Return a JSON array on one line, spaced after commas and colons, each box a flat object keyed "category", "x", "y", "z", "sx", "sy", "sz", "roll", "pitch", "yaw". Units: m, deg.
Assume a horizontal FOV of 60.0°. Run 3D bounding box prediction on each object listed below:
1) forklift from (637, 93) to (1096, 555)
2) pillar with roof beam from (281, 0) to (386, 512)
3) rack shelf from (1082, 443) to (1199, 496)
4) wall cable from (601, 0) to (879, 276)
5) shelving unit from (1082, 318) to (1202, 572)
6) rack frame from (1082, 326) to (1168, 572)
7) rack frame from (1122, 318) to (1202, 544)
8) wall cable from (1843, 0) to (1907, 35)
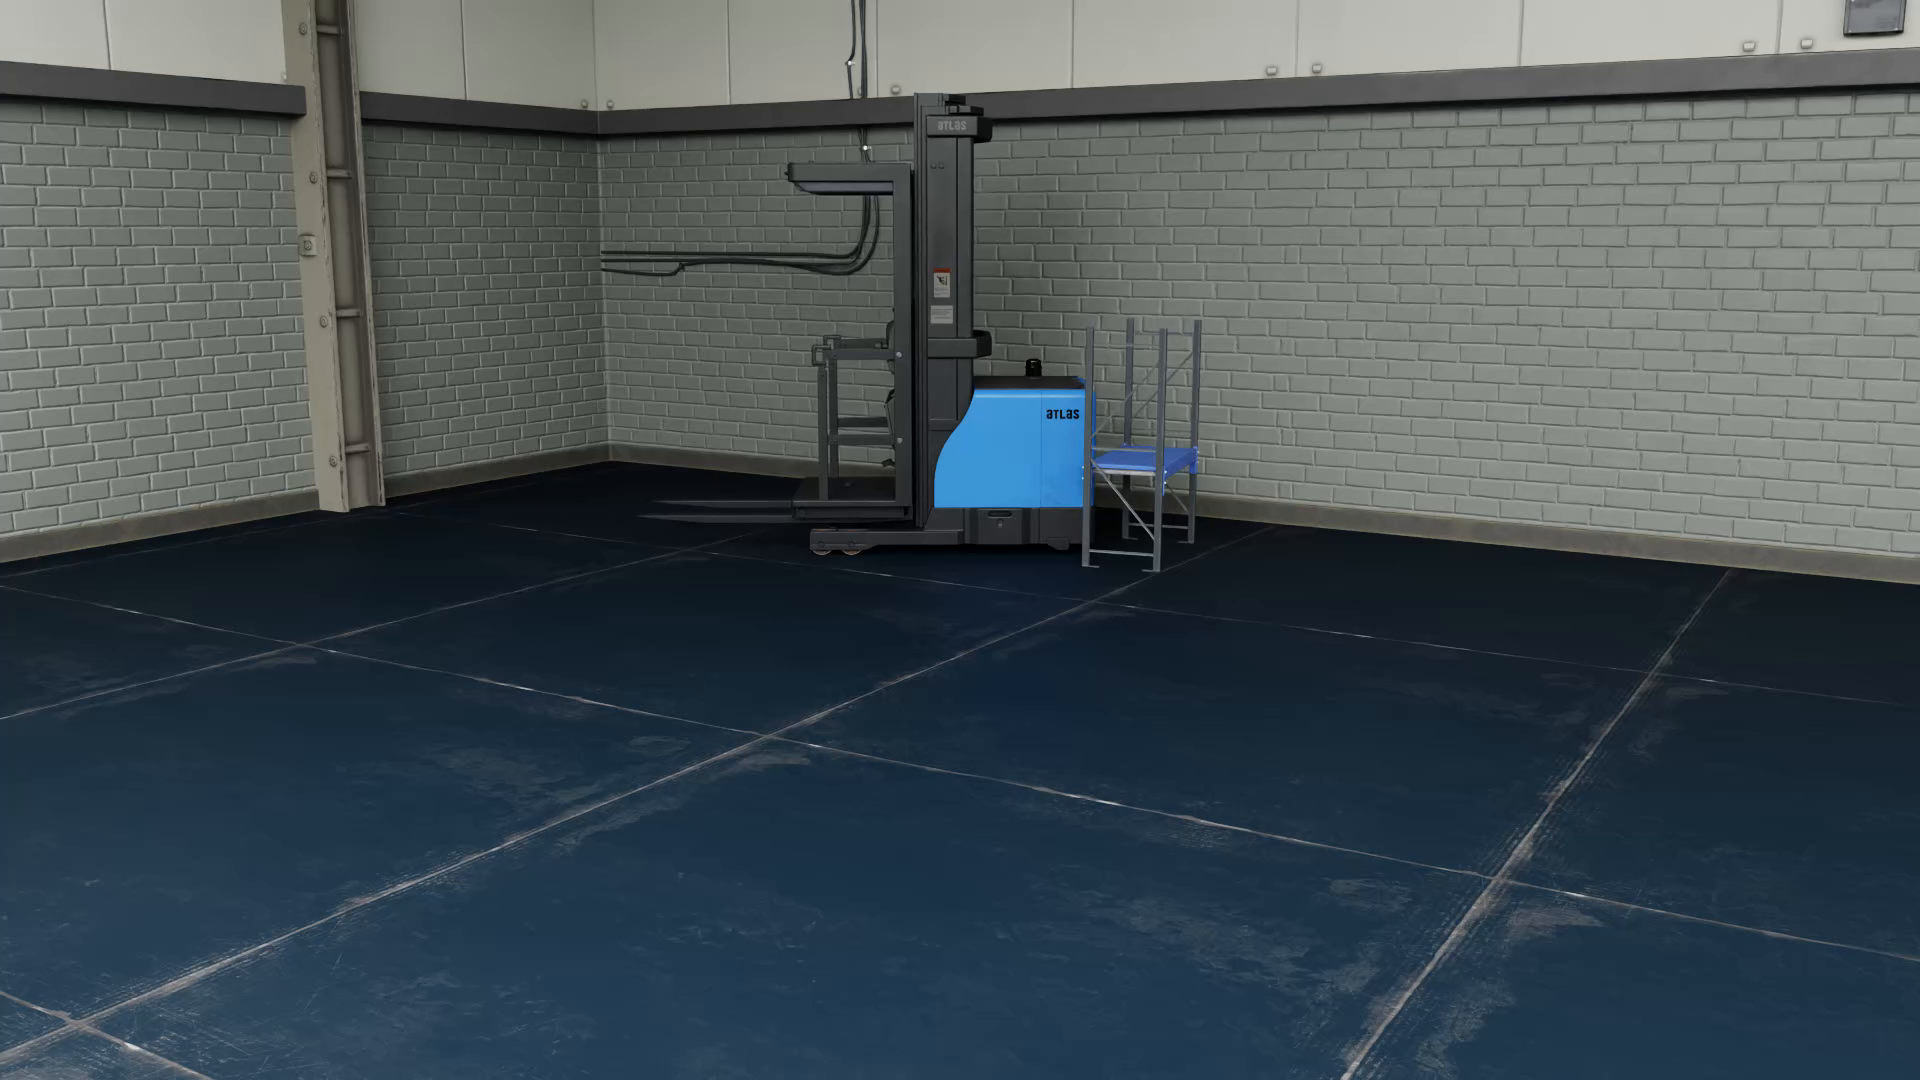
[{"category": "forklift", "x": -0.623, "y": -1.440, "z": 11.096, "sx": 3.031, "sy": 2.935, "sz": 1.130, "roll": 0, "pitch": 11, "yaw": 0}, {"category": "pillar with roof beam", "x": -0.971, "y": -4.264, "z": 9.692, "sx": 9.100, "sy": 9.000, "sz": 0.400, "roll": 6, "pitch": 12, "yaw": 31}, {"category": "rack shelf", "x": 1.180, "y": -0.467, "z": 10.756, "sx": 0.538, "sy": 0.185, "sz": 1.000, "roll": 4, "pitch": 11, "yaw": 19}, {"category": "wall cable", "x": -1.991, "y": -3.486, "z": 13.974, "sx": 3.097, "sy": 2.526, "sz": 0.112, "roll": 6, "pitch": 12, "yaw": 31}, {"category": "shelving unit", "x": 1.181, "y": -0.643, "z": 10.722, "sx": 0.538, "sy": 1.500, "sz": 1.048, "roll": 4, "pitch": 11, "yaw": 19}, {"category": "rack frame", "x": 1.010, "y": -0.555, "z": 10.252, "sx": 0.500, "sy": 1.500, "sz": 0.032, "roll": 4, "pitch": 11, "yaw": 19}, {"category": "rack frame", "x": 1.352, "y": -0.731, "z": 11.193, "sx": 0.500, "sy": 1.500, "sz": 0.032, "roll": 4, "pitch": 11, "yaw": 19}, {"category": "wall cable", "x": 6.115, "y": -5.775, "z": 8.518, "sx": 2.305, "sy": 6.003, "sz": 0.169, "roll": 6, "pitch": 12, "yaw": 31}]
